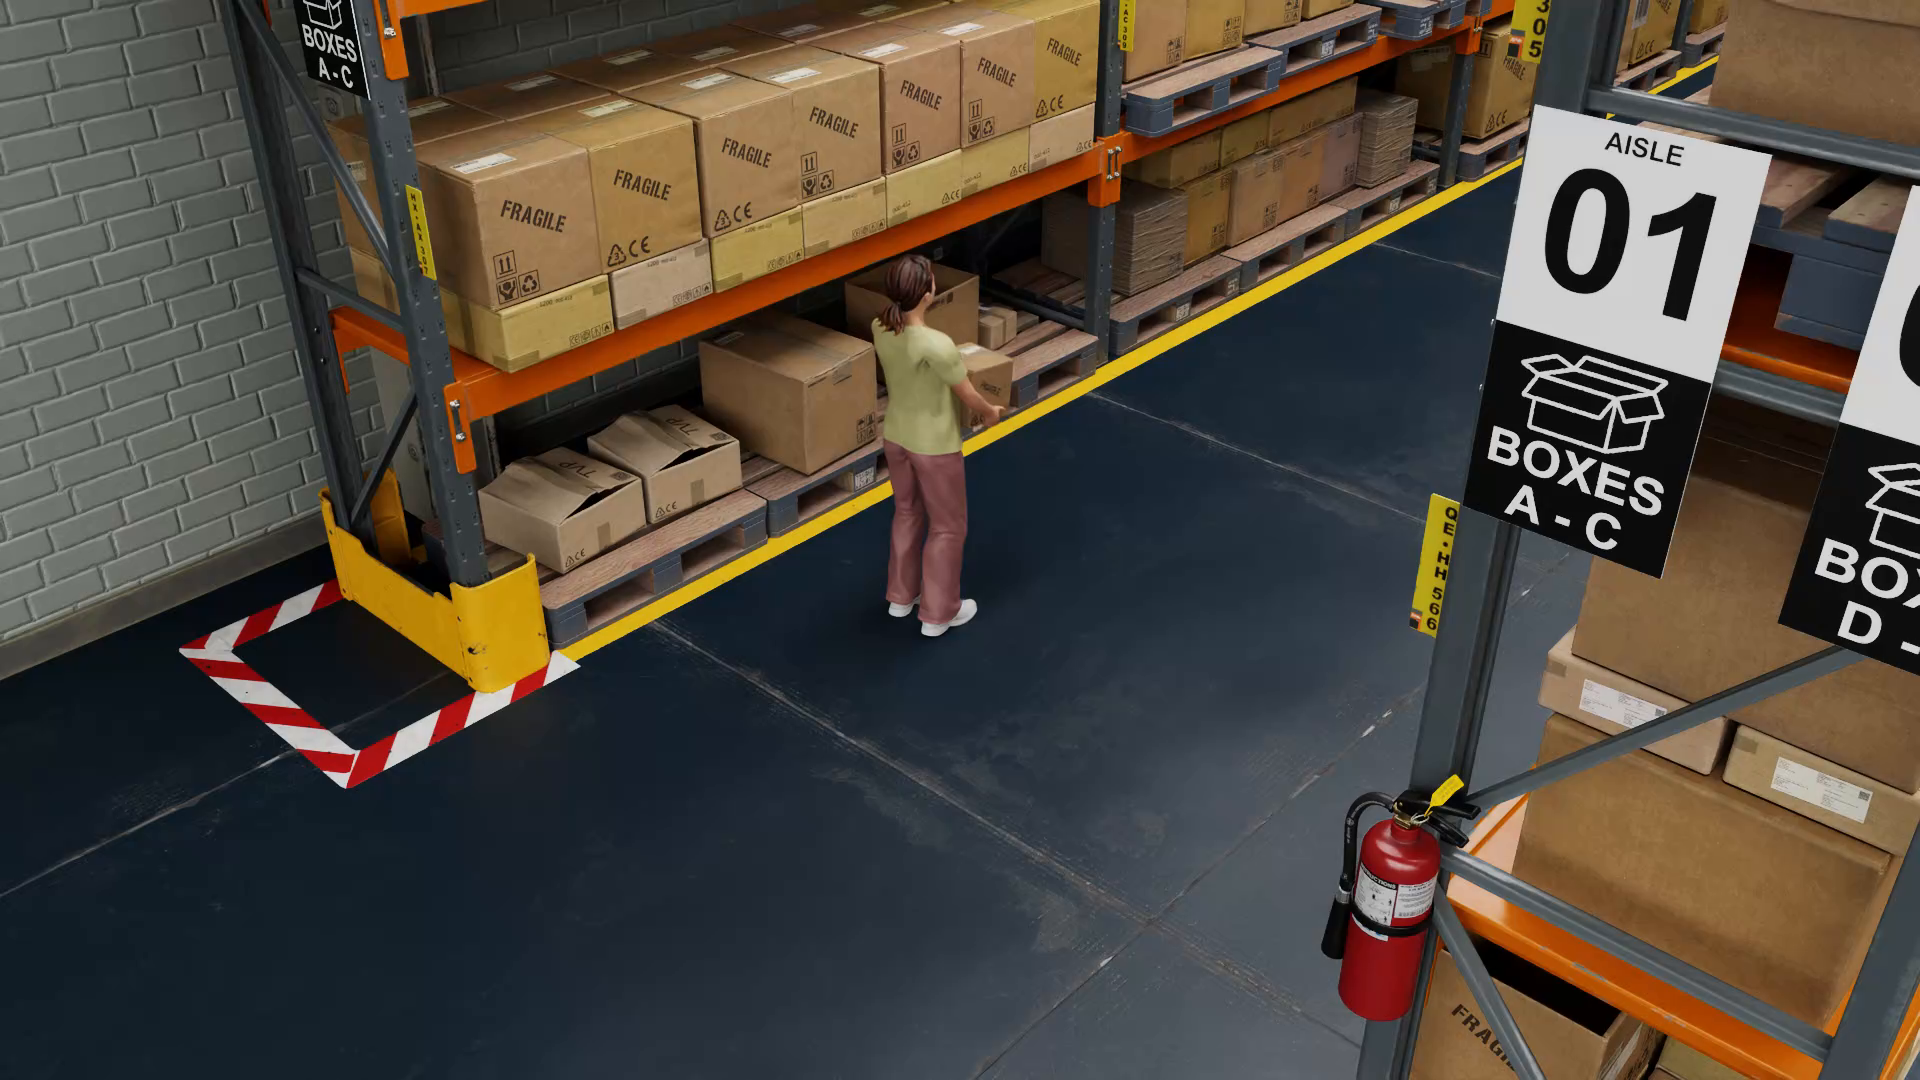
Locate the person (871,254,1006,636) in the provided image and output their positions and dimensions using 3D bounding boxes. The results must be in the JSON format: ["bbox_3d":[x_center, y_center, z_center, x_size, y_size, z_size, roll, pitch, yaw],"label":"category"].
[{"bbox_3d":[-0.100,-0.303,6.887,0.424,1.412,0.551,26,40,35],"label":"person"}]
